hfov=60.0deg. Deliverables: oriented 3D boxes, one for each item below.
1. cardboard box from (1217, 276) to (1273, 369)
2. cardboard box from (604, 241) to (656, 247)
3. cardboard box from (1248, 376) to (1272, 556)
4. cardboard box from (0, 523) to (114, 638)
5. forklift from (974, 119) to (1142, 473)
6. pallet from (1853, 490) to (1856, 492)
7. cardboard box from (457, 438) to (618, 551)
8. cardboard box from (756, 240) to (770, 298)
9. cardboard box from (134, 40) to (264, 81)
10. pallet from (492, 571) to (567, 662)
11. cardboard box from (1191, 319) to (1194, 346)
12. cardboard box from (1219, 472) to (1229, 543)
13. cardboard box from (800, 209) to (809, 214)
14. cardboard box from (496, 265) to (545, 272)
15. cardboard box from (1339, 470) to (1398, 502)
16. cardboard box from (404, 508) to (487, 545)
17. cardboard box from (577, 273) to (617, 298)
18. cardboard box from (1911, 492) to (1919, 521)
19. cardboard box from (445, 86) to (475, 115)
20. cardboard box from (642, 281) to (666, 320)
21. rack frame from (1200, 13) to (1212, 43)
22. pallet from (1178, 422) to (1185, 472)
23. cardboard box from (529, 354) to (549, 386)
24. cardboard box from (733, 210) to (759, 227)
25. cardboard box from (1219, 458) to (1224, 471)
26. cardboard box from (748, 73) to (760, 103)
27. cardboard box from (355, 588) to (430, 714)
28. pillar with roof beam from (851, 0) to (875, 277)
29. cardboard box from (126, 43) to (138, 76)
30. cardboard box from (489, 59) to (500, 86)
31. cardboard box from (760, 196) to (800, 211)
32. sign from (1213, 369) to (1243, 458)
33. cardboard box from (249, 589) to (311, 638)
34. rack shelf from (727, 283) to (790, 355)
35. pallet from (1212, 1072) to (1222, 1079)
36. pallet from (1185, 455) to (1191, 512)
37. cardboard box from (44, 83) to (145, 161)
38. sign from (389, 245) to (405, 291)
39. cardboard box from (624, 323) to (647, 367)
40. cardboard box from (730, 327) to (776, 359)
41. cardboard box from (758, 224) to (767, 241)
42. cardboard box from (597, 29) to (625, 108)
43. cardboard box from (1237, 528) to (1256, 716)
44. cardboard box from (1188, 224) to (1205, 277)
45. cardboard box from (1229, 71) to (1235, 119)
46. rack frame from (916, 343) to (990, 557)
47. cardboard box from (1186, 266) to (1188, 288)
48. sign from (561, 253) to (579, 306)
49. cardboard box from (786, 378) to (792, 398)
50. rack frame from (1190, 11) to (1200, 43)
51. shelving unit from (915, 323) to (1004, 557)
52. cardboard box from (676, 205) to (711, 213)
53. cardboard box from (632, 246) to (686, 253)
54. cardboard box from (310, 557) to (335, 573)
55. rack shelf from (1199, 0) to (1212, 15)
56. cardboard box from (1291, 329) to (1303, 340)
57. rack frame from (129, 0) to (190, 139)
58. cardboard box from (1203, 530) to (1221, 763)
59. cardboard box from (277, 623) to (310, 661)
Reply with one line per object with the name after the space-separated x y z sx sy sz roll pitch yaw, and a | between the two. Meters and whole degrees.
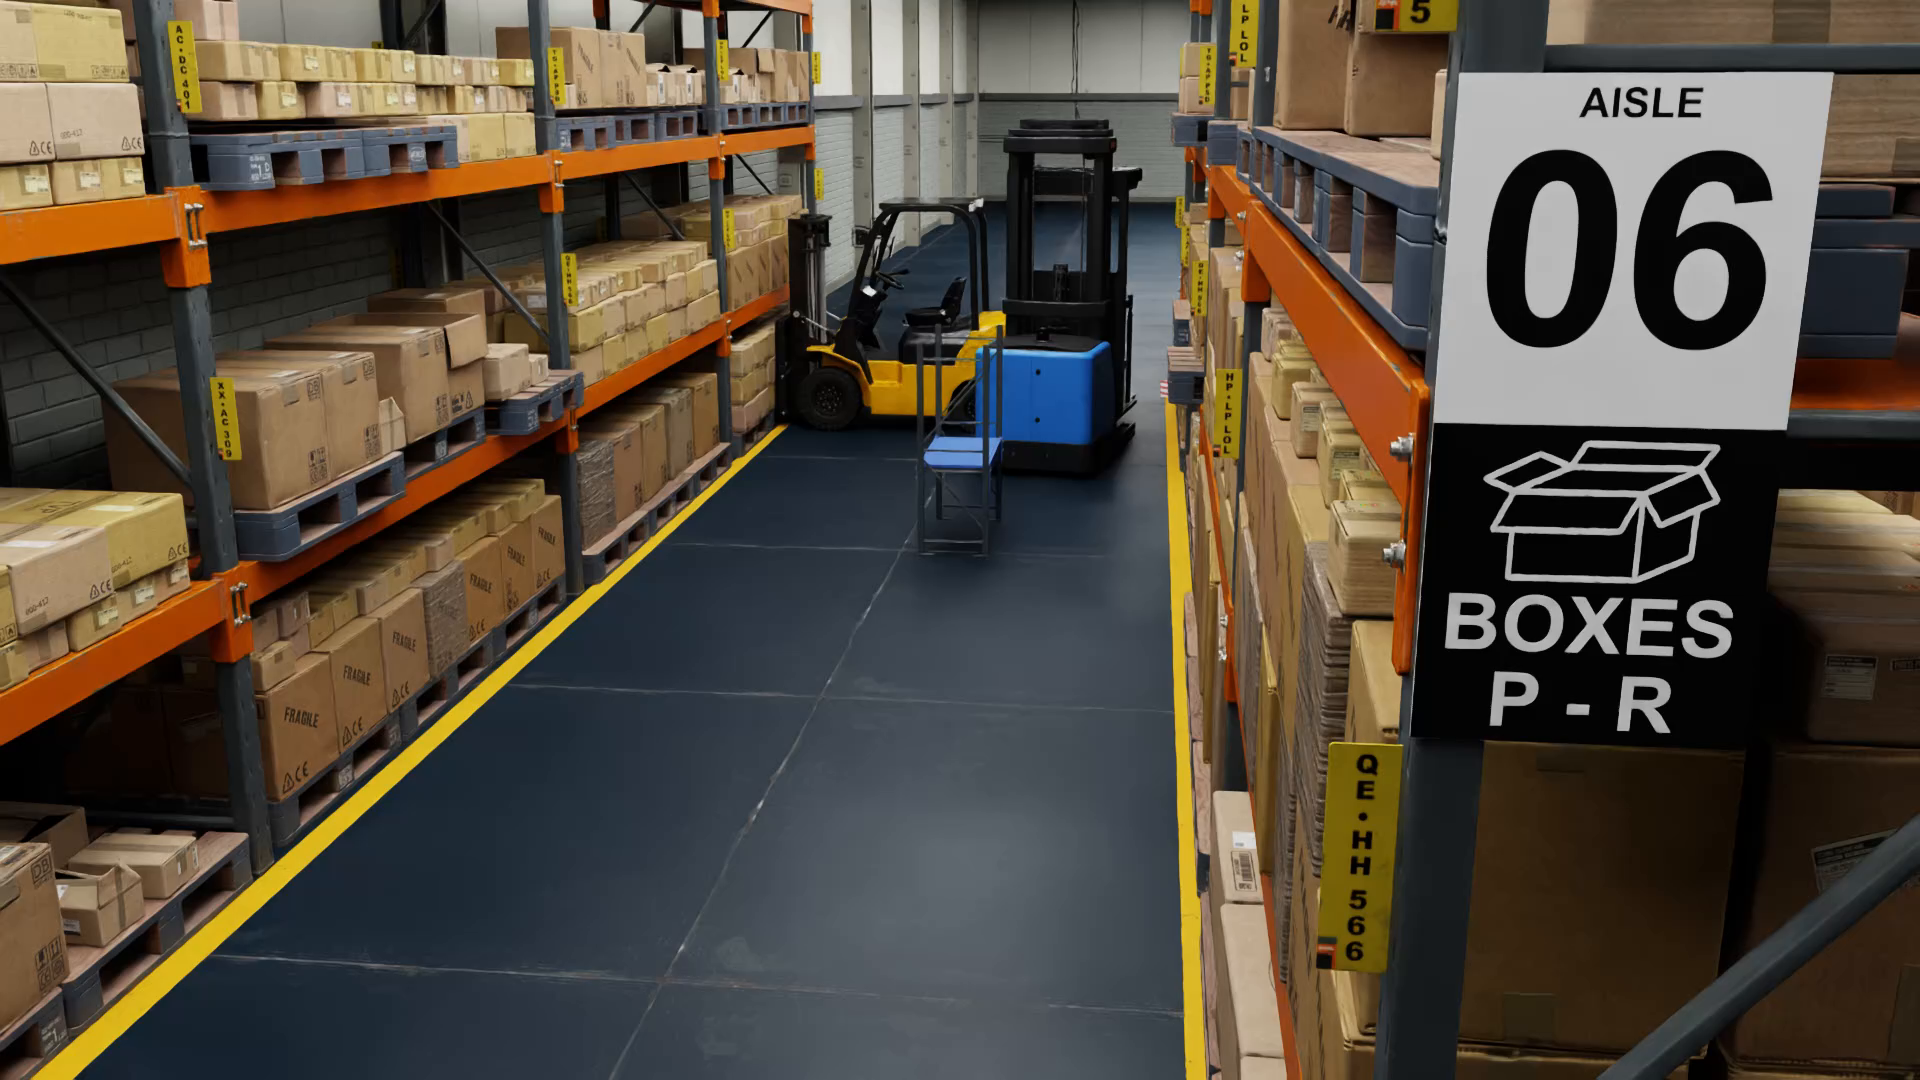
1.489 -0.978 7.926 0.500 0.500 0.500 2 15 7 | cardboard box
-2.766 -2.421 13.934 0.380 0.149 0.250 1 15 5 | cardboard box
1.159 -0.208 5.077 0.500 0.500 0.500 1 15 6 | cardboard box
-3.273 0.129 5.655 0.500 0.250 0.500 2 15 6 | cardboard box
1.020 -2.324 15.143 1.130 2.935 3.031 4 16 16 | forklift
7.337 -0.331 12.981 1.003 0.211 1.213 2 15 6 | pallet
-2.880 -0.325 11.360 0.875 0.625 0.625 2 15 8 | cardboard box
-2.105 -2.567 15.716 0.500 0.500 0.500 2 15 6 | cardboard box
-2.946 -1.855 6.445 0.380 0.149 0.250 2 15 8 | cardboard box
-3.086 0.432 10.161 1.003 0.211 1.213 2 15 6 | pallet
1.767 -1.410 11.307 0.380 0.149 0.250 2 15 7 | cardboard box
1.376 -0.108 7.100 0.500 0.250 0.500 1 15 5 | cardboard box
-1.822 -3.445 17.721 0.380 0.149 0.250 2 15 7 | cardboard box
-3.110 -1.893 11.983 0.380 0.149 0.250 1 15 5 | cardboard box
0.926 -0.030 3.176 0.380 0.149 0.250 2 15 8 | cardboard box
-2.917 -0.075 9.433 0.380 0.149 0.250 2 15 8 | cardboard box
-2.586 -1.747 11.442 0.380 0.149 0.250 2 15 7 | cardboard box
7.151 -0.341 11.181 1.050 0.750 0.750 2 15 7 | cardboard box
-2.853 -2.376 8.979 0.380 0.149 0.250 2 15 6 | cardboard box
-2.504 -1.782 12.335 0.500 0.250 0.500 2 15 7 | cardboard box
2.419 -4.895 13.025 1.000 3.000 0.127 2 15 6 | rack frame
2.460 -0.828 14.820 1.003 0.211 1.213 2 15 6 | pallet
-2.657 -1.007 9.815 0.380 0.149 0.250 2 15 7 | cardboard box
-2.089 -2.992 15.476 0.380 0.149 0.250 1 15 5 | cardboard box
1.426 -0.479 7.516 0.500 0.250 0.500 2 15 8 | cardboard box
-2.044 -4.154 15.294 0.396 0.266 0.258 1 15 5 | cardboard box
-3.027 0.548 8.373 0.500 0.500 0.500 1 15 5 | cardboard box
2.596 -8.909 27.870 9.100 9.000 0.400 2 15 6 | pillar with roof beam
-3.491 -1.939 6.756 0.380 0.149 0.250 2 15 7 | cardboard box
-2.844 -2.655 9.443 0.380 0.149 0.250 1 15 4 | cardboard box
-1.890 -3.523 17.439 0.380 0.149 0.250 2 15 6 | cardboard box
0.977 -0.458 6.044 0.100 0.325 0.005 2 15 6 | sign
-3.129 0.324 7.389 0.380 0.149 0.250 1 15 4 | cardboard box
-2.287 -2.316 16.357 1.077 0.370 4.000 2 15 6 | rack shelf
1.218 1.934 4.604 1.003 0.211 1.213 2 15 6 | pallet
2.333 -0.451 13.425 1.003 0.211 1.213 2 15 6 | pallet
-3.221 -1.456 5.771 0.500 0.250 0.500 2 15 6 | cardboard box
-3.516 -1.681 10.415 0.100 0.325 0.005 2 15 6 | sign
-2.559 -1.406 11.904 0.500 0.250 0.500 1 15 4 | cardboard box
-2.034 -1.880 15.916 0.500 0.250 0.500 2 15 8 | cardboard box
-2.043 -2.912 15.749 0.380 0.149 0.250 1 15 4 | cardboard box
-2.683 -3.169 11.199 0.700 0.500 0.500 1 15 5 | cardboard box
1.143 0.272 5.218 0.500 0.500 0.500 2 15 7 | cardboard box
2.082 -2.280 13.283 0.500 0.500 0.500 2 15 8 | cardboard box
2.112 -2.856 11.033 0.797 0.503 0.637 2 15 6 | cardboard box
-0.048 -0.614 11.561 0.500 1.500 0.032 2 15 6 | rack frame
2.328 -2.582 15.202 0.500 0.500 0.500 2 15 8 | cardboard box
-2.424 -1.614 10.318 0.100 0.325 0.005 2 15 6 | sign
-1.968 -1.532 16.545 0.500 0.250 0.500 2 15 8 | cardboard box
2.871 -5.932 16.862 1.000 3.000 0.127 2 15 6 | rack frame
0.010 -0.746 12.048 0.538 1.500 1.048 2 15 6 | shelving unit
-2.541 -3.137 16.012 0.380 0.149 0.250 2 15 8 | cardboard box
-2.422 -2.281 13.417 0.380 0.149 0.250 2 15 6 | cardboard box
-3.498 0.116 8.729 0.380 0.149 0.250 1 15 4 | cardboard box
2.194 -3.836 11.253 1.077 0.370 4.000 2 15 6 | rack shelf
1.223 -0.559 5.135 0.380 0.149 0.250 2 15 6 | cardboard box
-3.416 -2.965 5.889 1.000 3.000 0.127 2 15 6 | rack frame
1.601 0.501 7.828 0.875 0.875 0.875 2 15 8 | cardboard box
-3.156 0.462 7.448 0.380 0.149 0.250 1 15 5 | cardboard box
